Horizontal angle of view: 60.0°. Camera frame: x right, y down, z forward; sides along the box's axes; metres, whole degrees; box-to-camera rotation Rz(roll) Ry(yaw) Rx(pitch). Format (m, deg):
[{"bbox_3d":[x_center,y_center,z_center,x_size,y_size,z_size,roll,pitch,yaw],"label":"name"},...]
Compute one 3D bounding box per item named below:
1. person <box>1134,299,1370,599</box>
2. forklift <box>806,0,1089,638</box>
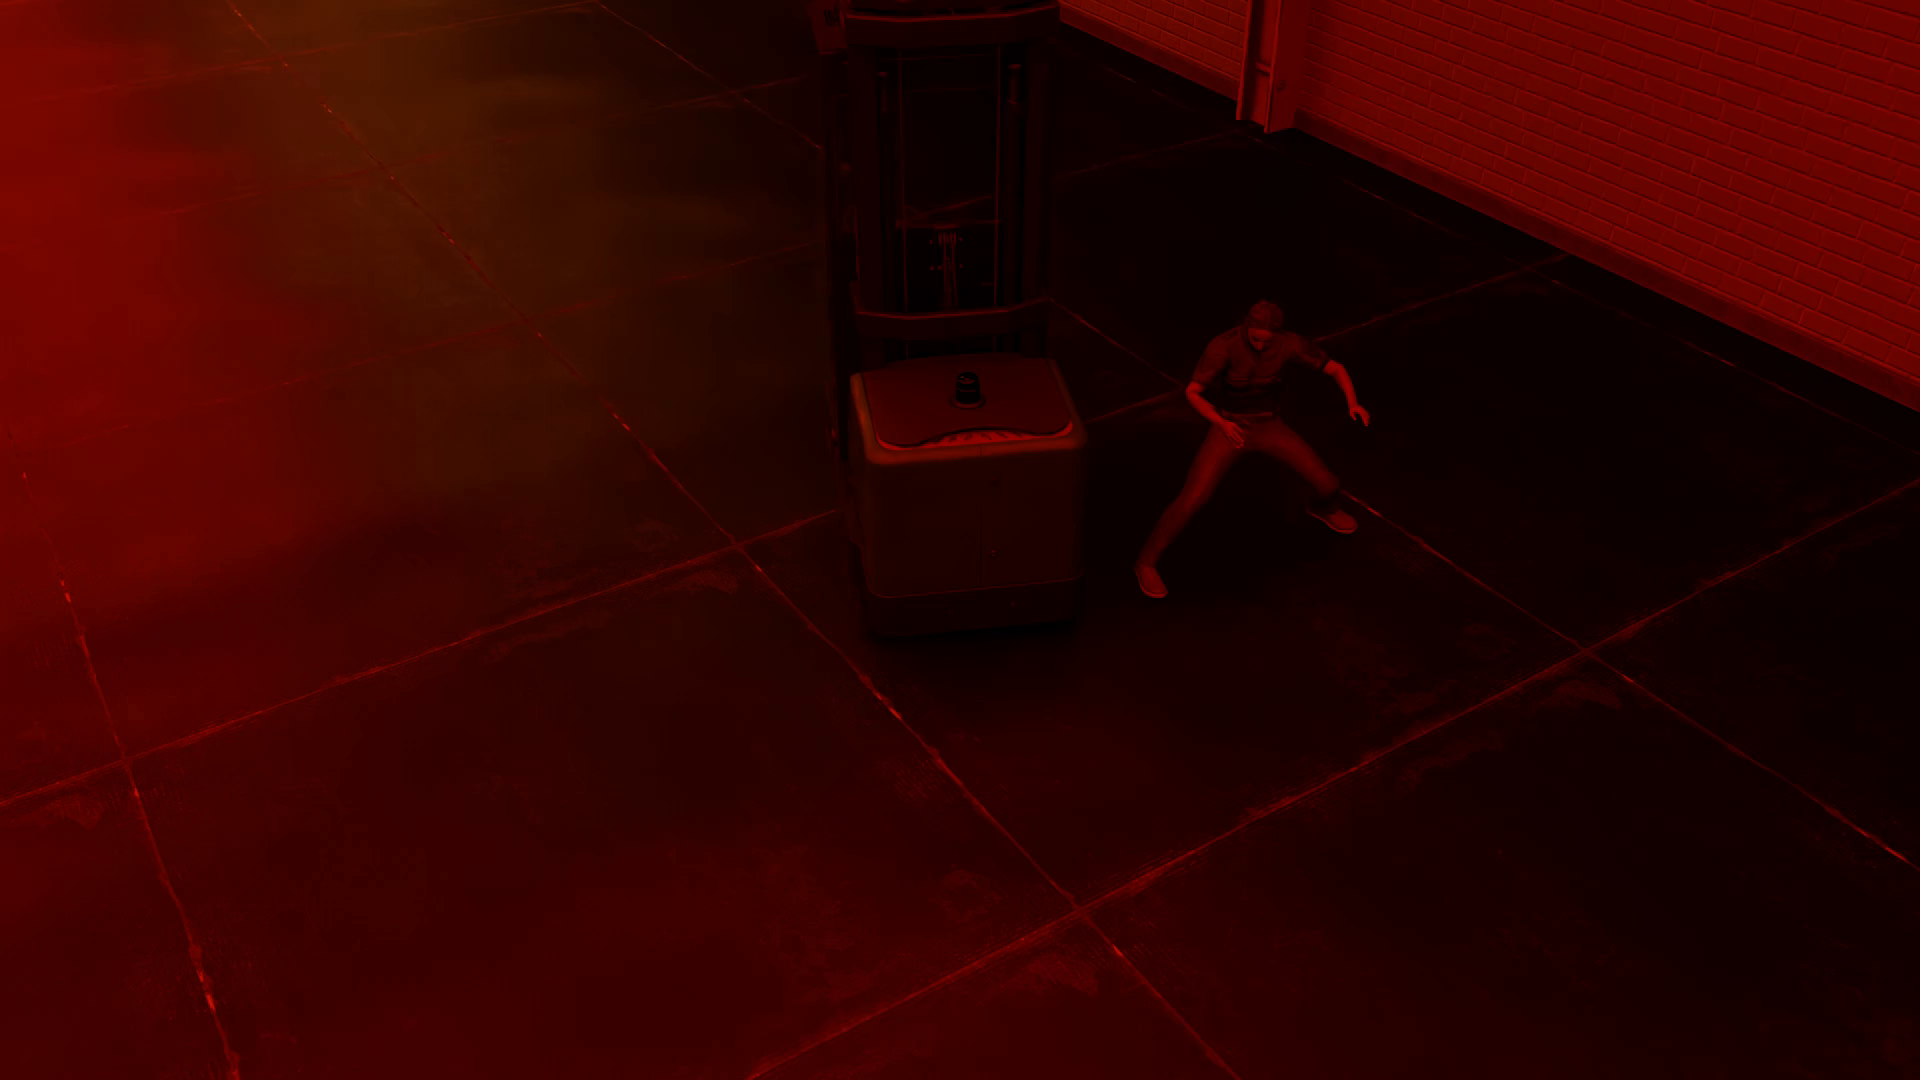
[{"bbox_3d":[1.484,-0.488,8.146,1.218,1.425,0.676,-2,35,-3],"label":"person"},{"bbox_3d":[-0.145,-1.574,8.388,1.130,2.935,3.031,-5,35,-8],"label":"forklift"}]
